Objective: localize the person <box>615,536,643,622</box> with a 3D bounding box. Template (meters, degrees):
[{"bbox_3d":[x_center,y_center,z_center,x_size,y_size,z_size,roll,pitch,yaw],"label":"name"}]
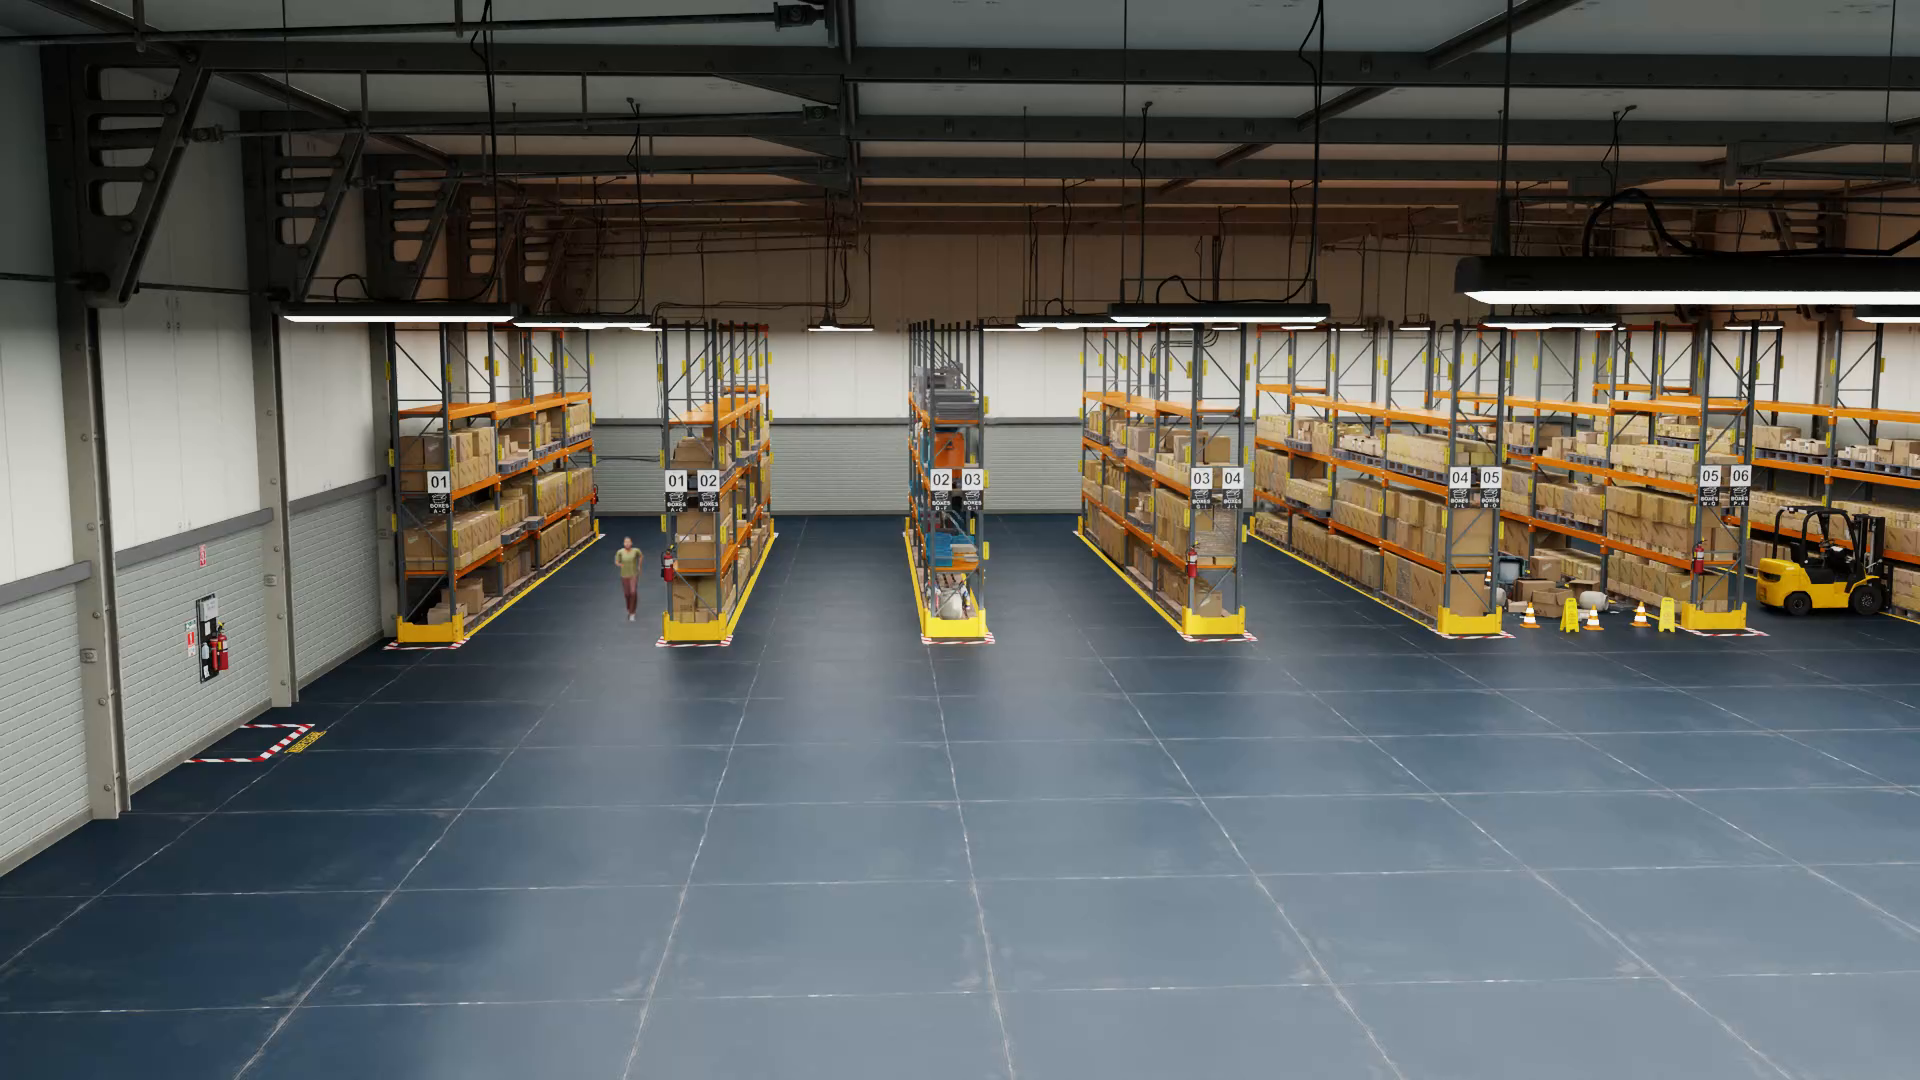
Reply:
[{"bbox_3d":[-6.679,0.751,33.533,0.529,1.696,0.887,0,7,-1],"label":"person"}]

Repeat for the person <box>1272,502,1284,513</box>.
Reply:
[{"bbox_3d":[9.684,-1.269,49.980,0.581,1.682,0.667,-4,8,-28],"label":"person"}]

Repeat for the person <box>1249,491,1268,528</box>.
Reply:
[{"bbox_3d":[8.895,-1.153,49.232,0.762,1.682,0.617,3,8,22],"label":"person"}]

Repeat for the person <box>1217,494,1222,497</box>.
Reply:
[{"bbox_3d":[7.411,-1.055,48.054,0.740,1.696,0.582,2,7,18],"label":"person"}]
